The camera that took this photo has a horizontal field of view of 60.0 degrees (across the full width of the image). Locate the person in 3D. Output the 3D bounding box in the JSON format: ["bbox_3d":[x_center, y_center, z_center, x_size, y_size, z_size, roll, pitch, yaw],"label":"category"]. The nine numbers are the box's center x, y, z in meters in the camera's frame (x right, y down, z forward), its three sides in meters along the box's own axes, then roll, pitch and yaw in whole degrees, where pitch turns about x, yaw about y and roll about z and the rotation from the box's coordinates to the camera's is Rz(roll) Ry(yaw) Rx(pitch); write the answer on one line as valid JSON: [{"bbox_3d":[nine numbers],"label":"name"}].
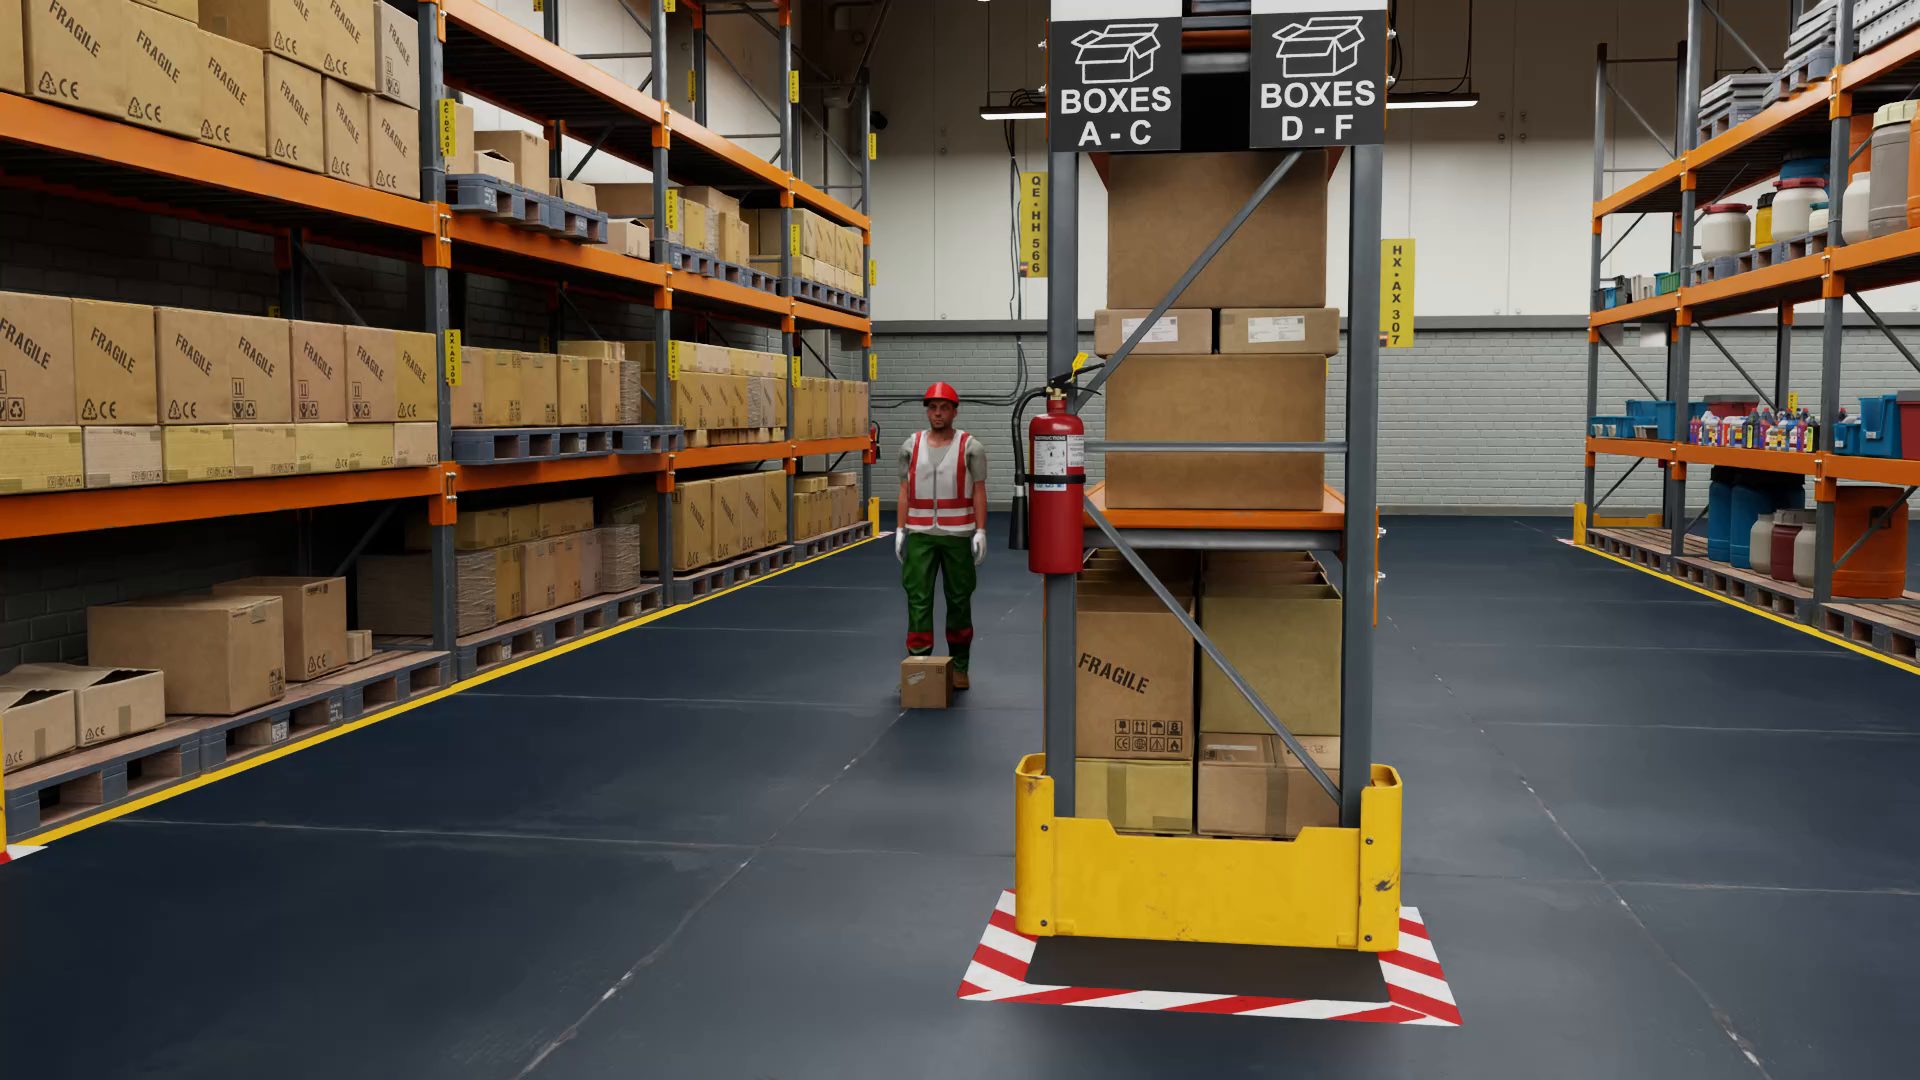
[{"bbox_3d":[-0.120,-0.011,9.567,0.539,1.795,0.605,1,4,9],"label":"person"}]
